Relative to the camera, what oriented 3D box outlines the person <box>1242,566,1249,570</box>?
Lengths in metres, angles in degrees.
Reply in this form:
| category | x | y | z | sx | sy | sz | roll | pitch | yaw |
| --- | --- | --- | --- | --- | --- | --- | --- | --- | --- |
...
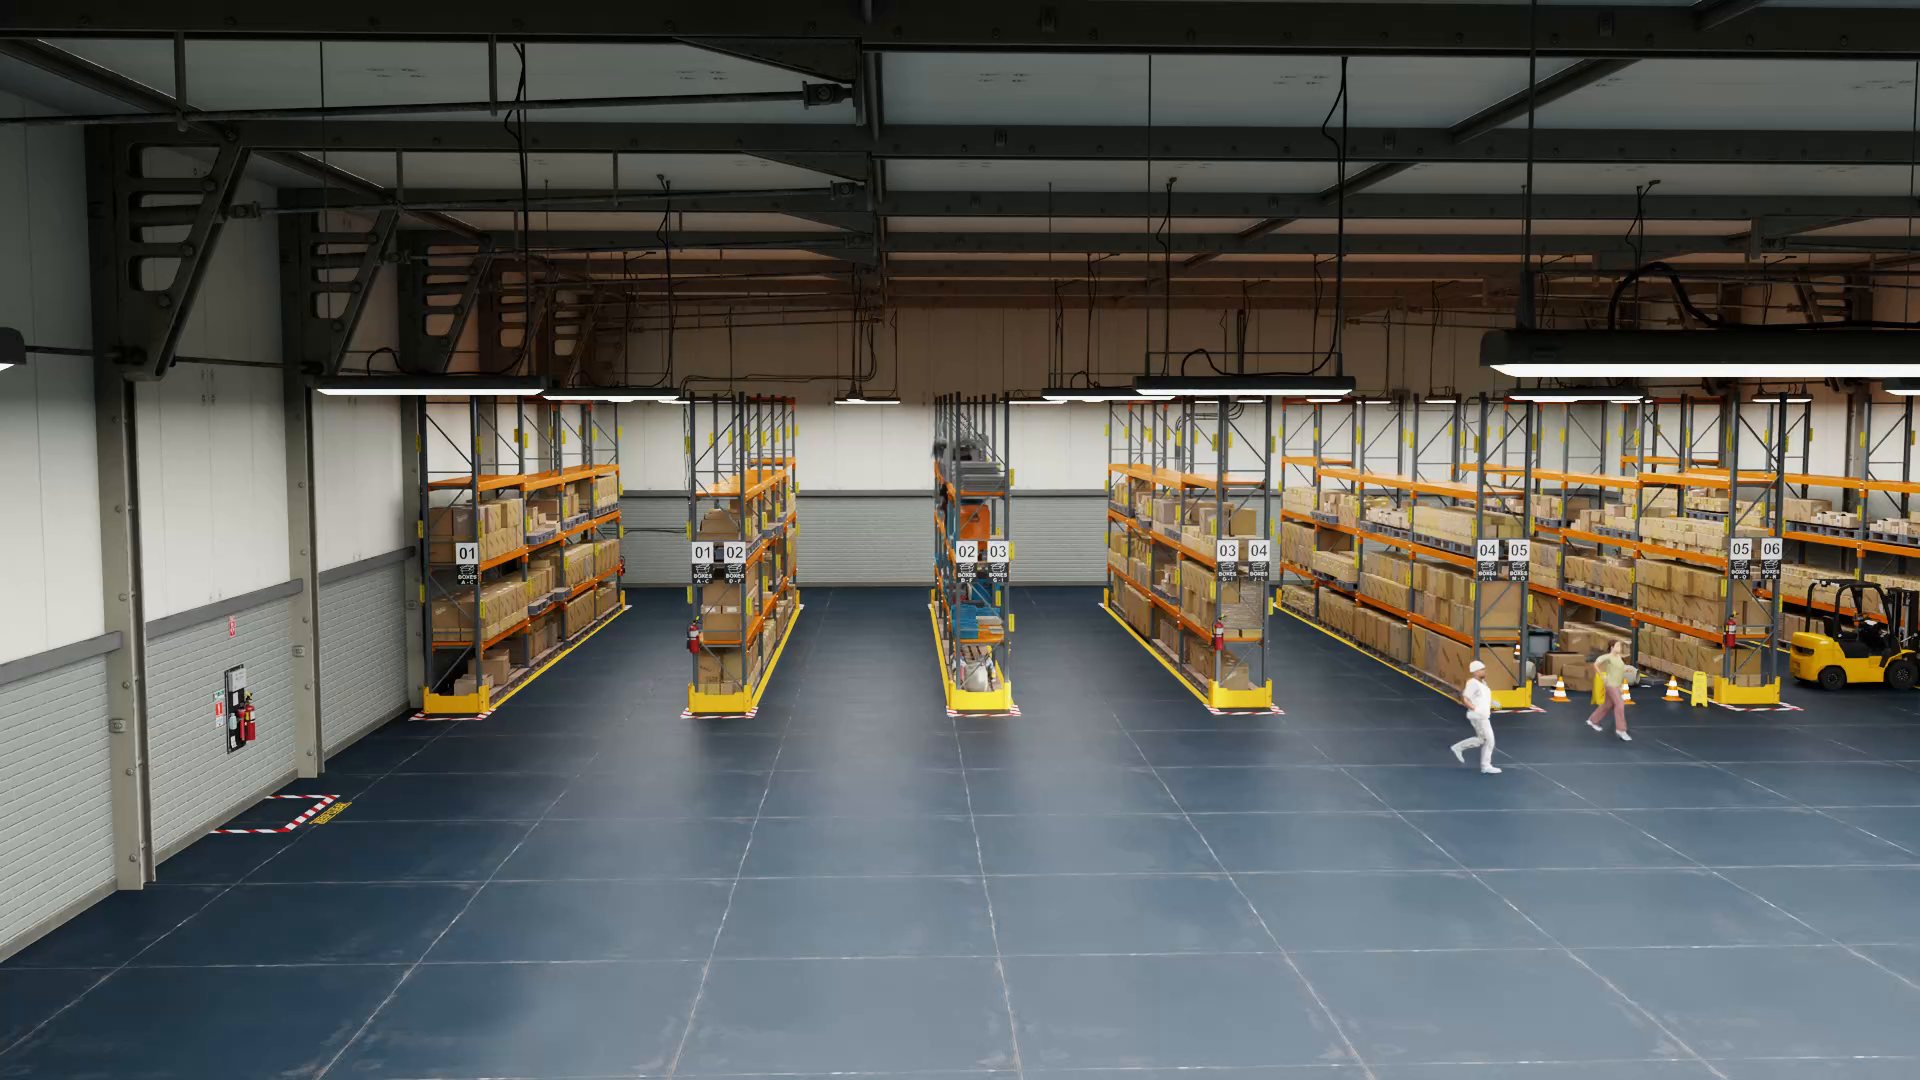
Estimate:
| category | x | y | z | sx | sy | sz | roll | pitch | yaw |
| --- | --- | --- | --- | --- | --- | --- | --- | --- | --- |
| person | 7.946 | 1.238 | 46.133 | 0.538 | 1.611 | 0.742 | 1 | 5 | 13 |

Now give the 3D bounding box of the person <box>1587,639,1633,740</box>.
| category | x | y | z | sx | sy | sz | roll | pitch | yaw |
| --- | --- | --- | --- | --- | --- | --- | --- | --- | --- |
| person | 11.312 | 2.570 | 28.881 | 0.849 | 1.720 | 0.566 | 4 | 6 | 44 |

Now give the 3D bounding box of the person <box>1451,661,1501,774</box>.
| category | x | y | z | sx | sy | sz | roll | pitch | yaw |
| --- | --- | --- | --- | --- | --- | --- | --- | --- | --- |
| person | 8.093 | 2.766 | 26.057 | 0.804 | 1.747 | 0.694 | 2 | 5 | 28 |
